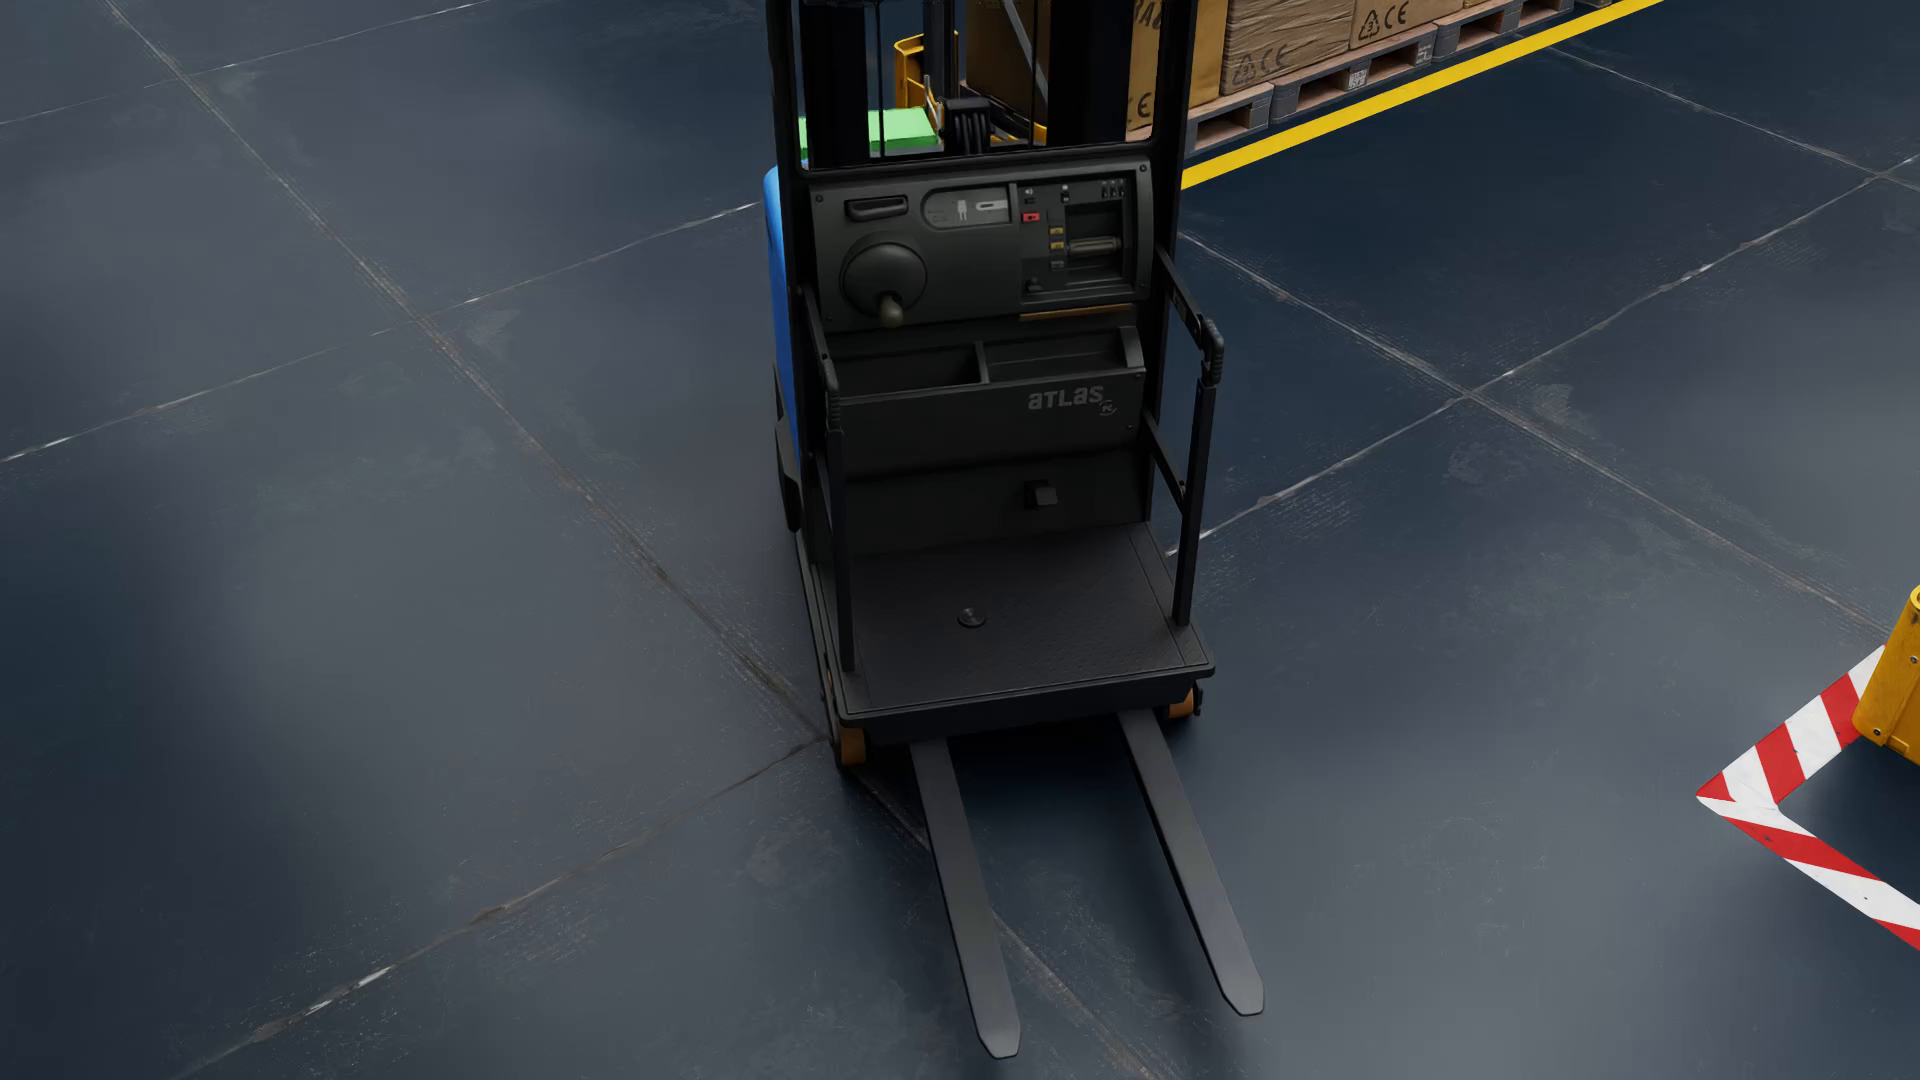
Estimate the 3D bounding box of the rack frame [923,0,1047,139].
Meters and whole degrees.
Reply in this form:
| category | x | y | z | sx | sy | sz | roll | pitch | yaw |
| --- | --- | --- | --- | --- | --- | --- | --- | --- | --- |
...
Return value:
| category | x | y | z | sx | sy | sz | roll | pitch | yaw |
| --- | --- | --- | --- | --- | --- | --- | --- | --- | --- |
| rack frame | 0.177 | -2.881 | 6.897 | 0.127 | 3.000 | 1.000 | -26 | 46 | -28 |

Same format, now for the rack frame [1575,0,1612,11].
| category | x | y | z | sx | sy | sz | roll | pitch | yaw |
| --- | --- | --- | --- | --- | --- | --- | --- | --- | --- |
| rack frame | 3.349 | -4.427 | 8.782 | 0.127 | 3.000 | 1.000 | -26 | 46 | -28 |

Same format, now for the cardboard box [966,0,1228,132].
| category | x | y | z | sx | sy | sz | roll | pitch | yaw |
| --- | --- | --- | --- | --- | --- | --- | --- | --- | --- |
| cardboard box | 0.636 | -2.510 | 7.788 | 0.875 | 0.875 | 0.875 | -26 | 46 | -28 |

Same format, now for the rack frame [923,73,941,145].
| category | x | y | z | sx | sy | sz | roll | pitch | yaw |
| --- | --- | --- | --- | --- | --- | --- | --- | --- | --- |
| rack frame | -0.096 | -1.106 | 6.150 | 0.015 | 1.200 | 0.240 | -8 | 39 | -9 |

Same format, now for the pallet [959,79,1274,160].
| category | x | y | z | sx | sy | sz | roll | pitch | yaw |
| --- | --- | --- | --- | --- | --- | --- | --- | --- | --- |
| pallet | 0.764 | -2.151 | 8.206 | 1.213 | 0.211 | 1.003 | -26 | 46 | -28 |

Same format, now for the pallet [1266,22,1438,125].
| category | x | y | z | sx | sy | sz | roll | pitch | yaw |
| --- | --- | --- | --- | --- | --- | --- | --- | --- | --- |
| pallet | 1.730 | -2.620 | 8.778 | 1.213 | 0.211 | 1.003 | -26 | 46 | -28 |

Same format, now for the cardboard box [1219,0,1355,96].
| category | x | y | z | sx | sy | sz | roll | pitch | yaw |
| --- | --- | --- | --- | --- | --- | --- | --- | --- | --- |
| cardboard box | 1.358 | -2.861 | 8.217 | 0.875 | 0.875 | 0.875 | -26 | 46 | -28 |

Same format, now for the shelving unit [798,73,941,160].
| category | x | y | z | sx | sy | sz | roll | pitch | yaw |
| --- | --- | --- | --- | --- | --- | --- | --- | --- | --- |
| shelving unit | -0.335 | -1.074 | 6.112 | 0.503 | 1.200 | 0.258 | -8 | 39 | -9 |

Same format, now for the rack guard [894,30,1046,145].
| category | x | y | z | sx | sy | sz | roll | pitch | yaw |
| --- | --- | --- | --- | --- | --- | --- | --- | --- | --- |
| rack guard | 0.158 | -1.905 | 7.679 | 0.348 | 0.500 | 1.175 | -26 | 46 | -28 |

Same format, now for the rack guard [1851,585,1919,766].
| category | x | y | z | sx | sy | sz | roll | pitch | yaw |
| --- | --- | --- | --- | --- | --- | --- | --- | --- | --- |
| rack guard | 3.184 | 0.592 | 4.634 | 0.348 | 0.500 | 1.175 | -26 | 46 | -28 |

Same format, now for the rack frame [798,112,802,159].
| category | x | y | z | sx | sy | sz | roll | pitch | yaw |
| --- | --- | --- | --- | --- | --- | --- | --- | --- | --- |
| rack frame | -0.574 | -1.043 | 6.073 | 0.015 | 1.200 | 0.240 | -8 | 39 | -9 |

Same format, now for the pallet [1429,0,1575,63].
| category | x | y | z | sx | sy | sz | roll | pitch | yaw |
| --- | --- | --- | --- | --- | --- | --- | --- | --- | --- |
| pallet | 2.698 | -3.094 | 9.356 | 1.213 | 0.211 | 1.003 | -26 | 46 | -28 |

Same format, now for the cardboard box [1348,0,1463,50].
| category | x | y | z | sx | sy | sz | roll | pitch | yaw |
| --- | --- | --- | --- | --- | --- | --- | --- | --- | --- |
| cardboard box | 2.063 | -3.205 | 8.636 | 0.875 | 0.875 | 0.875 | -26 | 46 | -28 |

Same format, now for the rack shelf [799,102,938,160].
| category | x | y | z | sx | sy | sz | roll | pitch | yaw |
| --- | --- | --- | --- | --- | --- | --- | --- | --- | --- |
| rack shelf | -0.336 | -1.398 | 5.850 | 0.480 | 0.148 | 0.258 | -8 | 39 | -9 |

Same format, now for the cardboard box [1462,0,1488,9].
| category | x | y | z | sx | sy | sz | roll | pitch | yaw |
| --- | --- | --- | --- | --- | --- | --- | --- | --- | --- |
| cardboard box | 2.777 | -3.553 | 9.060 | 0.875 | 0.875 | 0.875 | -26 | 46 | -28 |

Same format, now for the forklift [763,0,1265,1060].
| category | x | y | z | sx | sy | sz | roll | pitch | yaw |
| --- | --- | --- | --- | --- | --- | --- | --- | --- | --- |
| forklift | 0.111 | -0.723 | 4.320 | 1.130 | 2.935 | 3.031 | -7 | 40 | -9 |
